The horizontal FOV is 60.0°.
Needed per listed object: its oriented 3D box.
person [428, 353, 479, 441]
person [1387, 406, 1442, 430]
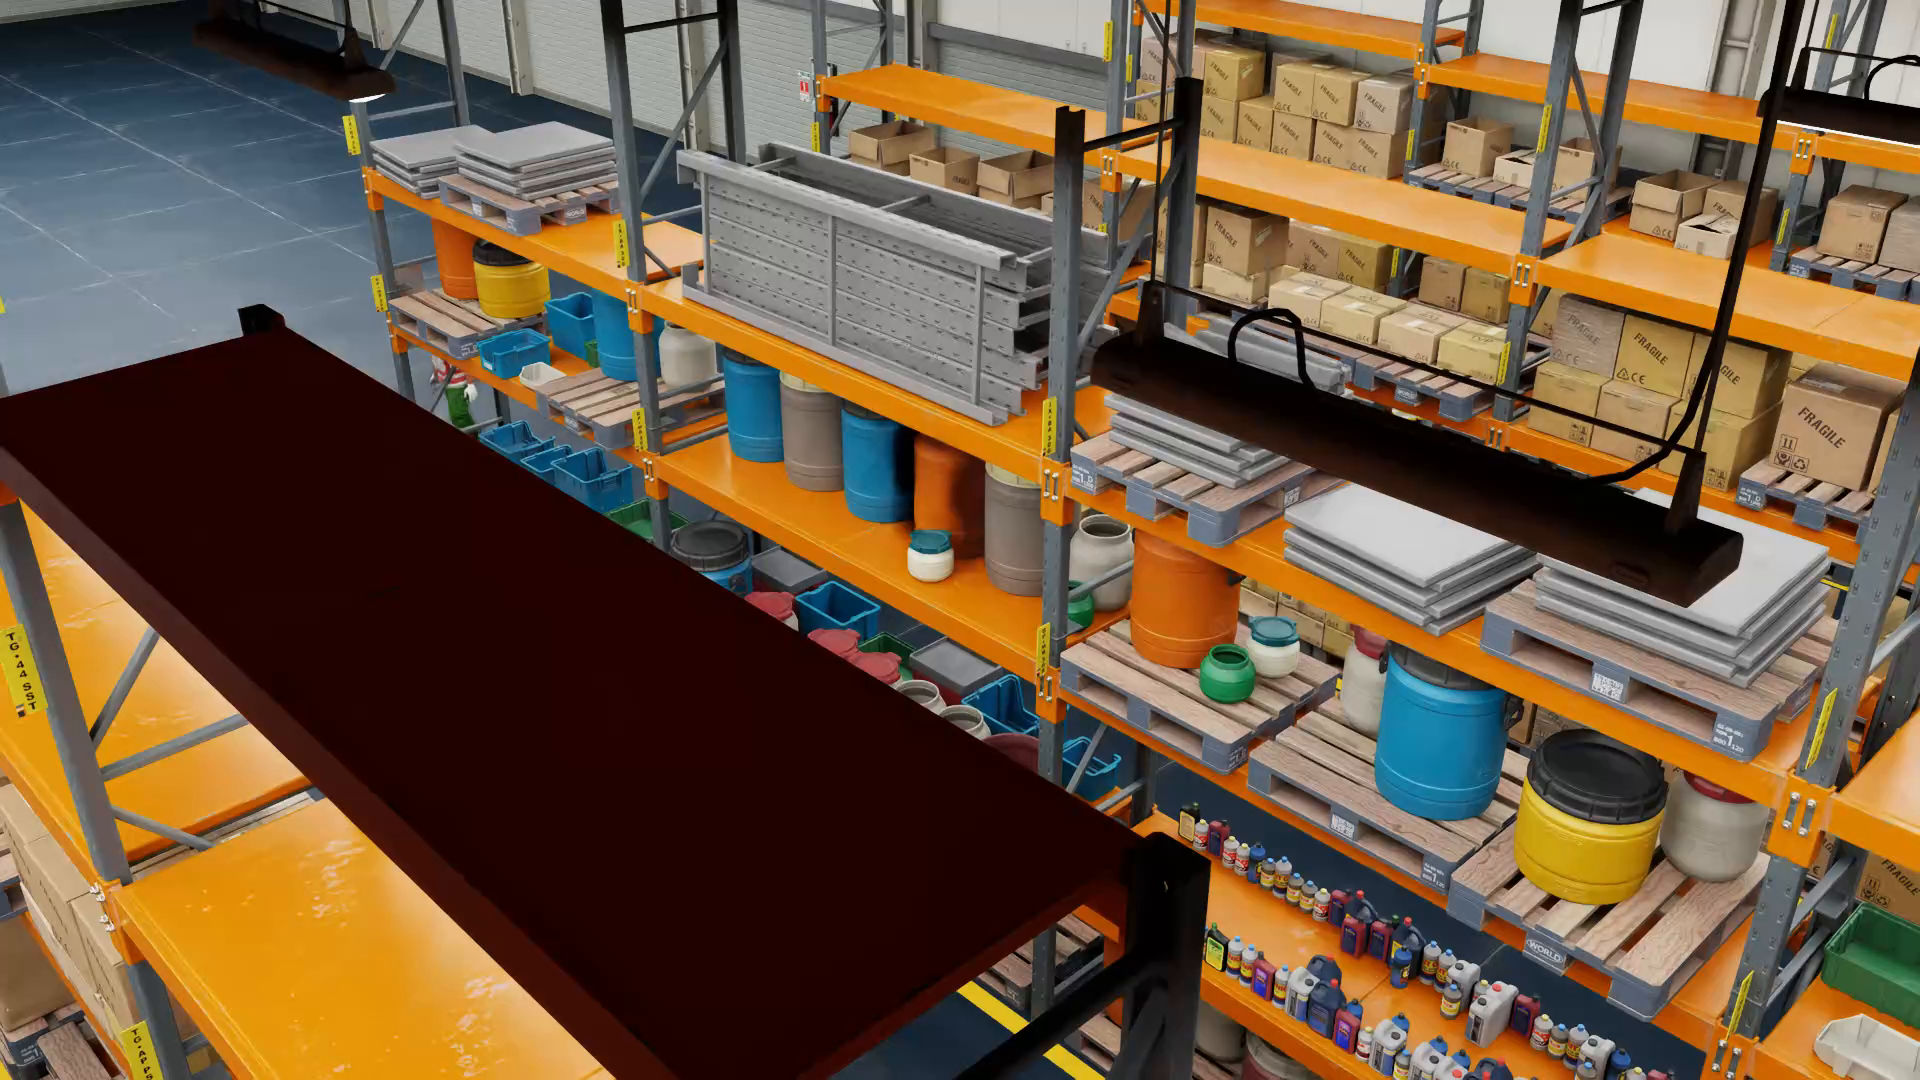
[{"bbox_3d":[-5.594,-1.697,18.172,0.512,1.788,0.663,-23,36,-36],"label":"person"},{"bbox_3d":[4.735,-1.271,17.344,0.590,1.774,0.475,-3,28,-6],"label":"person"}]
